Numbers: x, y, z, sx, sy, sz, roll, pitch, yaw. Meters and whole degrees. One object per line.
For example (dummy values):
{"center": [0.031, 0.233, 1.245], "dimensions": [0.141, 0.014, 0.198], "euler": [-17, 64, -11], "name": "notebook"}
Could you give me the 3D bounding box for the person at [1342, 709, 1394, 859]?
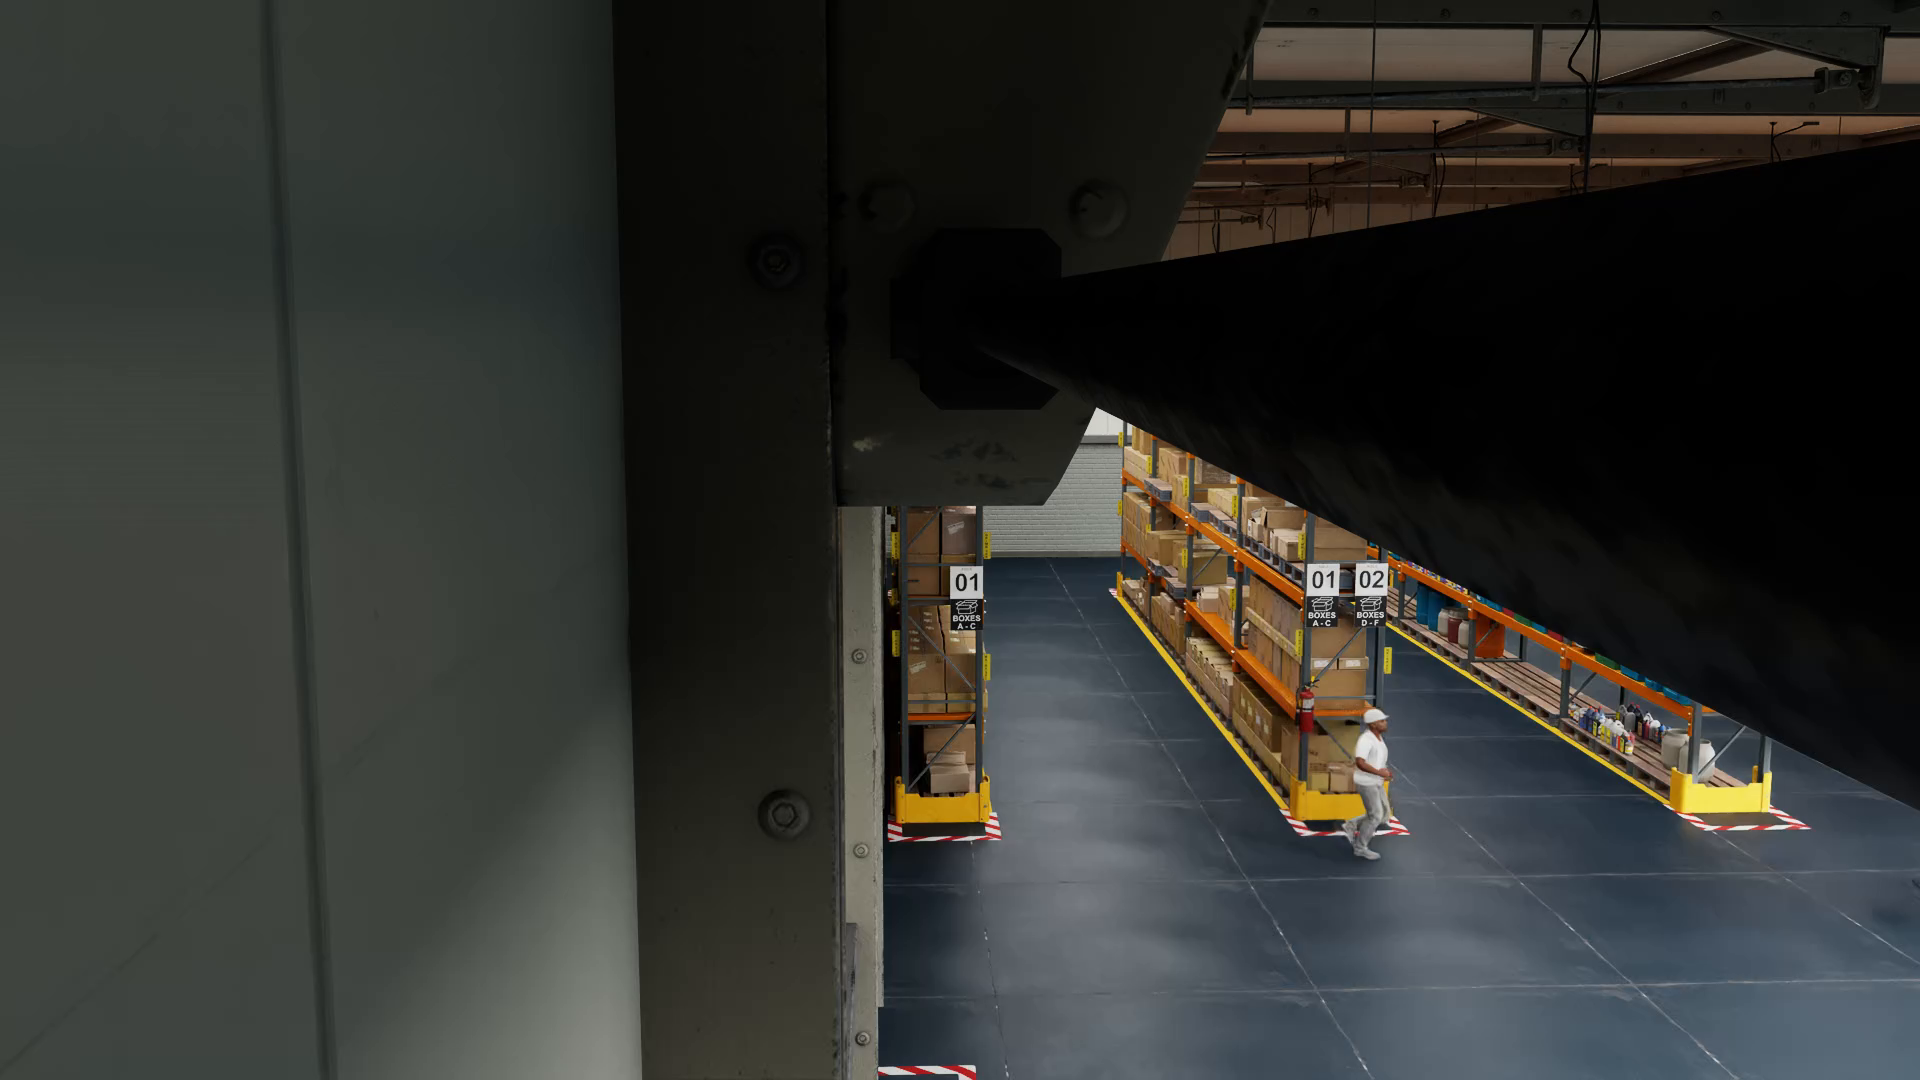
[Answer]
{"center": [4.758, 2.797, 19.249], "dimensions": [0.614, 1.707, 0.745], "euler": [5, 9, 29], "name": "person"}
